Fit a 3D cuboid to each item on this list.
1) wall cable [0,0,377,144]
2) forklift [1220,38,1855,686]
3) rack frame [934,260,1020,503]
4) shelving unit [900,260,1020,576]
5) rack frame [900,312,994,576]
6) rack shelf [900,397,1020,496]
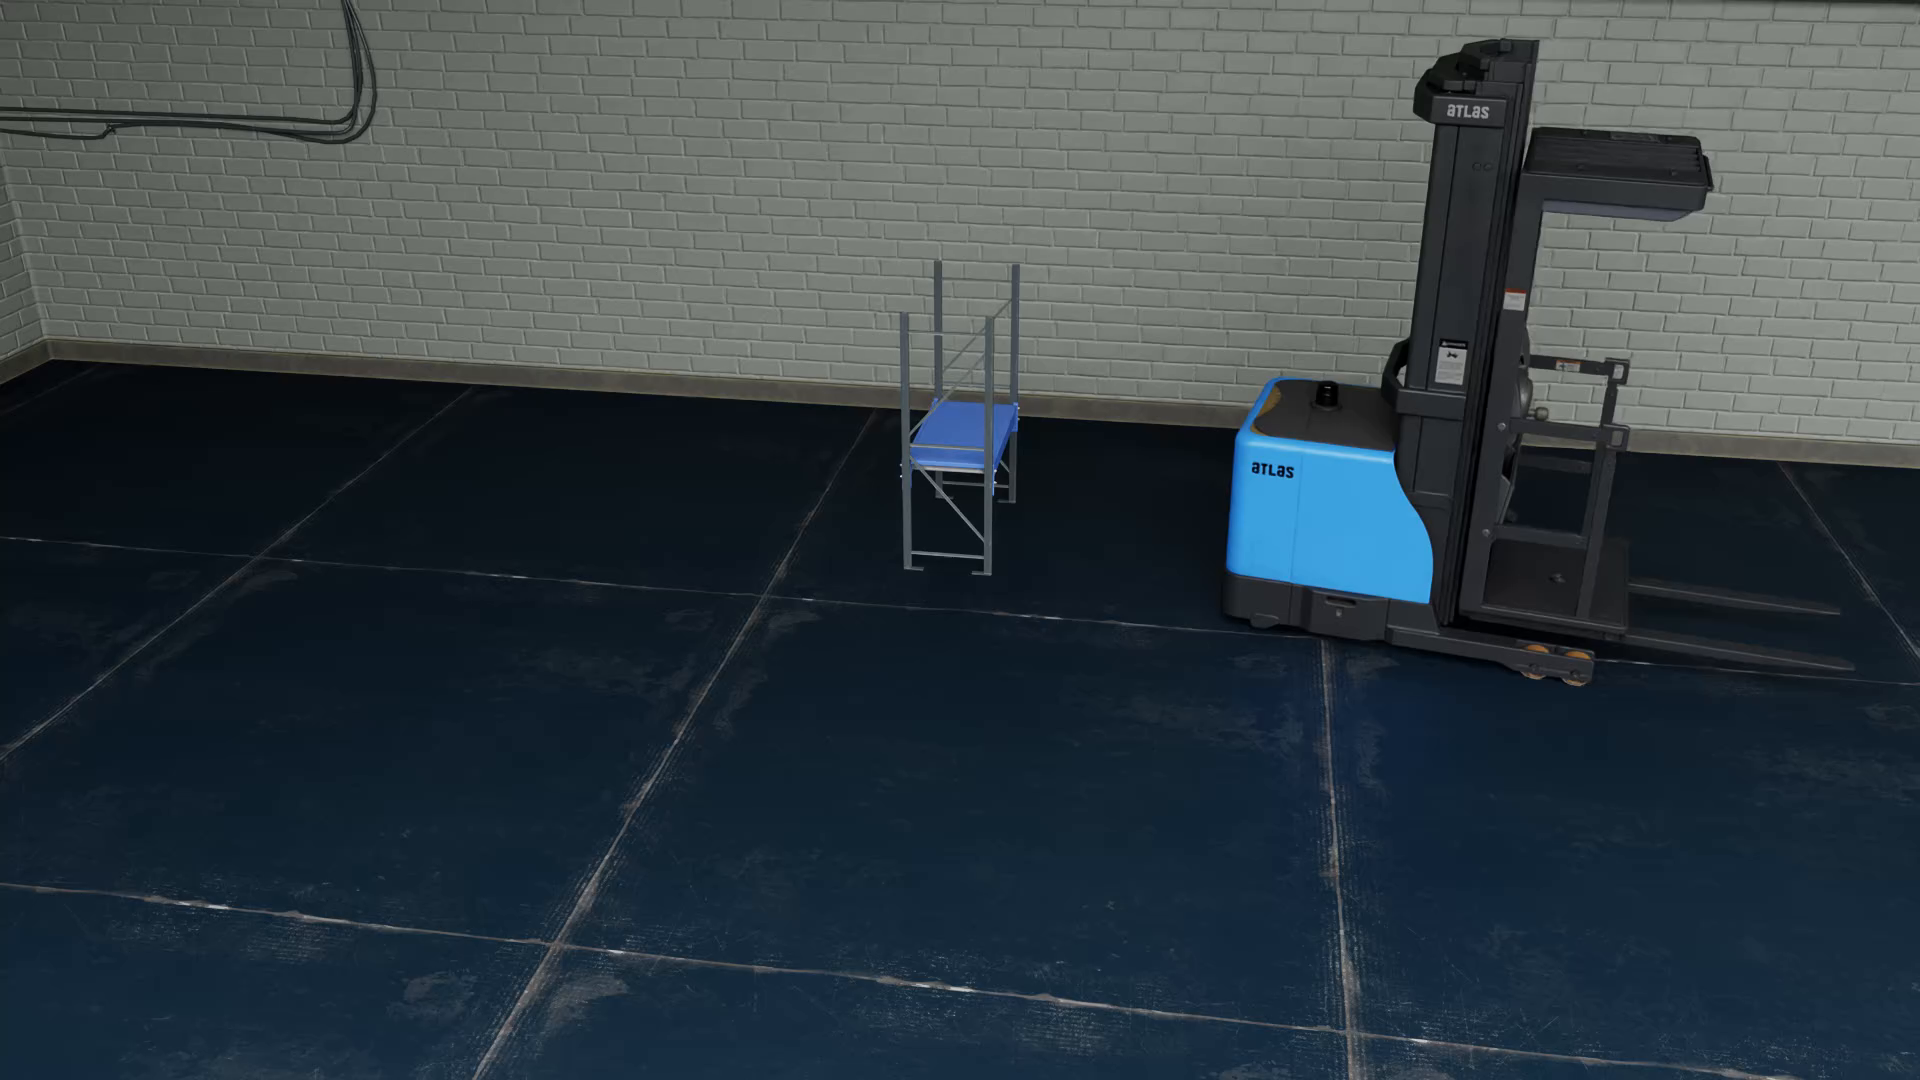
[{"bbox_3d":[-5.519,-3.940,11.216,3.097,2.526,0.112,4,25,9],"label":"wall cable"},{"bbox_3d":[2.950,-0.862,8.135,3.031,2.935,1.130,9,26,18],"label":"forklift"},{"bbox_3d":[0.097,-0.928,9.962,0.500,1.500,0.032,4,25,9],"label":"rack frame"},{"bbox_3d":[0.014,-0.715,9.508,0.538,1.500,1.048,4,25,9],"label":"shelving unit"},{"bbox_3d":[-0.069,-0.502,9.054,0.500,1.500,0.032,4,25,9],"label":"rack frame"},{"bbox_3d":[0.014,-0.552,9.585,0.538,0.185,1.000,4,25,9],"label":"rack shelf"}]
